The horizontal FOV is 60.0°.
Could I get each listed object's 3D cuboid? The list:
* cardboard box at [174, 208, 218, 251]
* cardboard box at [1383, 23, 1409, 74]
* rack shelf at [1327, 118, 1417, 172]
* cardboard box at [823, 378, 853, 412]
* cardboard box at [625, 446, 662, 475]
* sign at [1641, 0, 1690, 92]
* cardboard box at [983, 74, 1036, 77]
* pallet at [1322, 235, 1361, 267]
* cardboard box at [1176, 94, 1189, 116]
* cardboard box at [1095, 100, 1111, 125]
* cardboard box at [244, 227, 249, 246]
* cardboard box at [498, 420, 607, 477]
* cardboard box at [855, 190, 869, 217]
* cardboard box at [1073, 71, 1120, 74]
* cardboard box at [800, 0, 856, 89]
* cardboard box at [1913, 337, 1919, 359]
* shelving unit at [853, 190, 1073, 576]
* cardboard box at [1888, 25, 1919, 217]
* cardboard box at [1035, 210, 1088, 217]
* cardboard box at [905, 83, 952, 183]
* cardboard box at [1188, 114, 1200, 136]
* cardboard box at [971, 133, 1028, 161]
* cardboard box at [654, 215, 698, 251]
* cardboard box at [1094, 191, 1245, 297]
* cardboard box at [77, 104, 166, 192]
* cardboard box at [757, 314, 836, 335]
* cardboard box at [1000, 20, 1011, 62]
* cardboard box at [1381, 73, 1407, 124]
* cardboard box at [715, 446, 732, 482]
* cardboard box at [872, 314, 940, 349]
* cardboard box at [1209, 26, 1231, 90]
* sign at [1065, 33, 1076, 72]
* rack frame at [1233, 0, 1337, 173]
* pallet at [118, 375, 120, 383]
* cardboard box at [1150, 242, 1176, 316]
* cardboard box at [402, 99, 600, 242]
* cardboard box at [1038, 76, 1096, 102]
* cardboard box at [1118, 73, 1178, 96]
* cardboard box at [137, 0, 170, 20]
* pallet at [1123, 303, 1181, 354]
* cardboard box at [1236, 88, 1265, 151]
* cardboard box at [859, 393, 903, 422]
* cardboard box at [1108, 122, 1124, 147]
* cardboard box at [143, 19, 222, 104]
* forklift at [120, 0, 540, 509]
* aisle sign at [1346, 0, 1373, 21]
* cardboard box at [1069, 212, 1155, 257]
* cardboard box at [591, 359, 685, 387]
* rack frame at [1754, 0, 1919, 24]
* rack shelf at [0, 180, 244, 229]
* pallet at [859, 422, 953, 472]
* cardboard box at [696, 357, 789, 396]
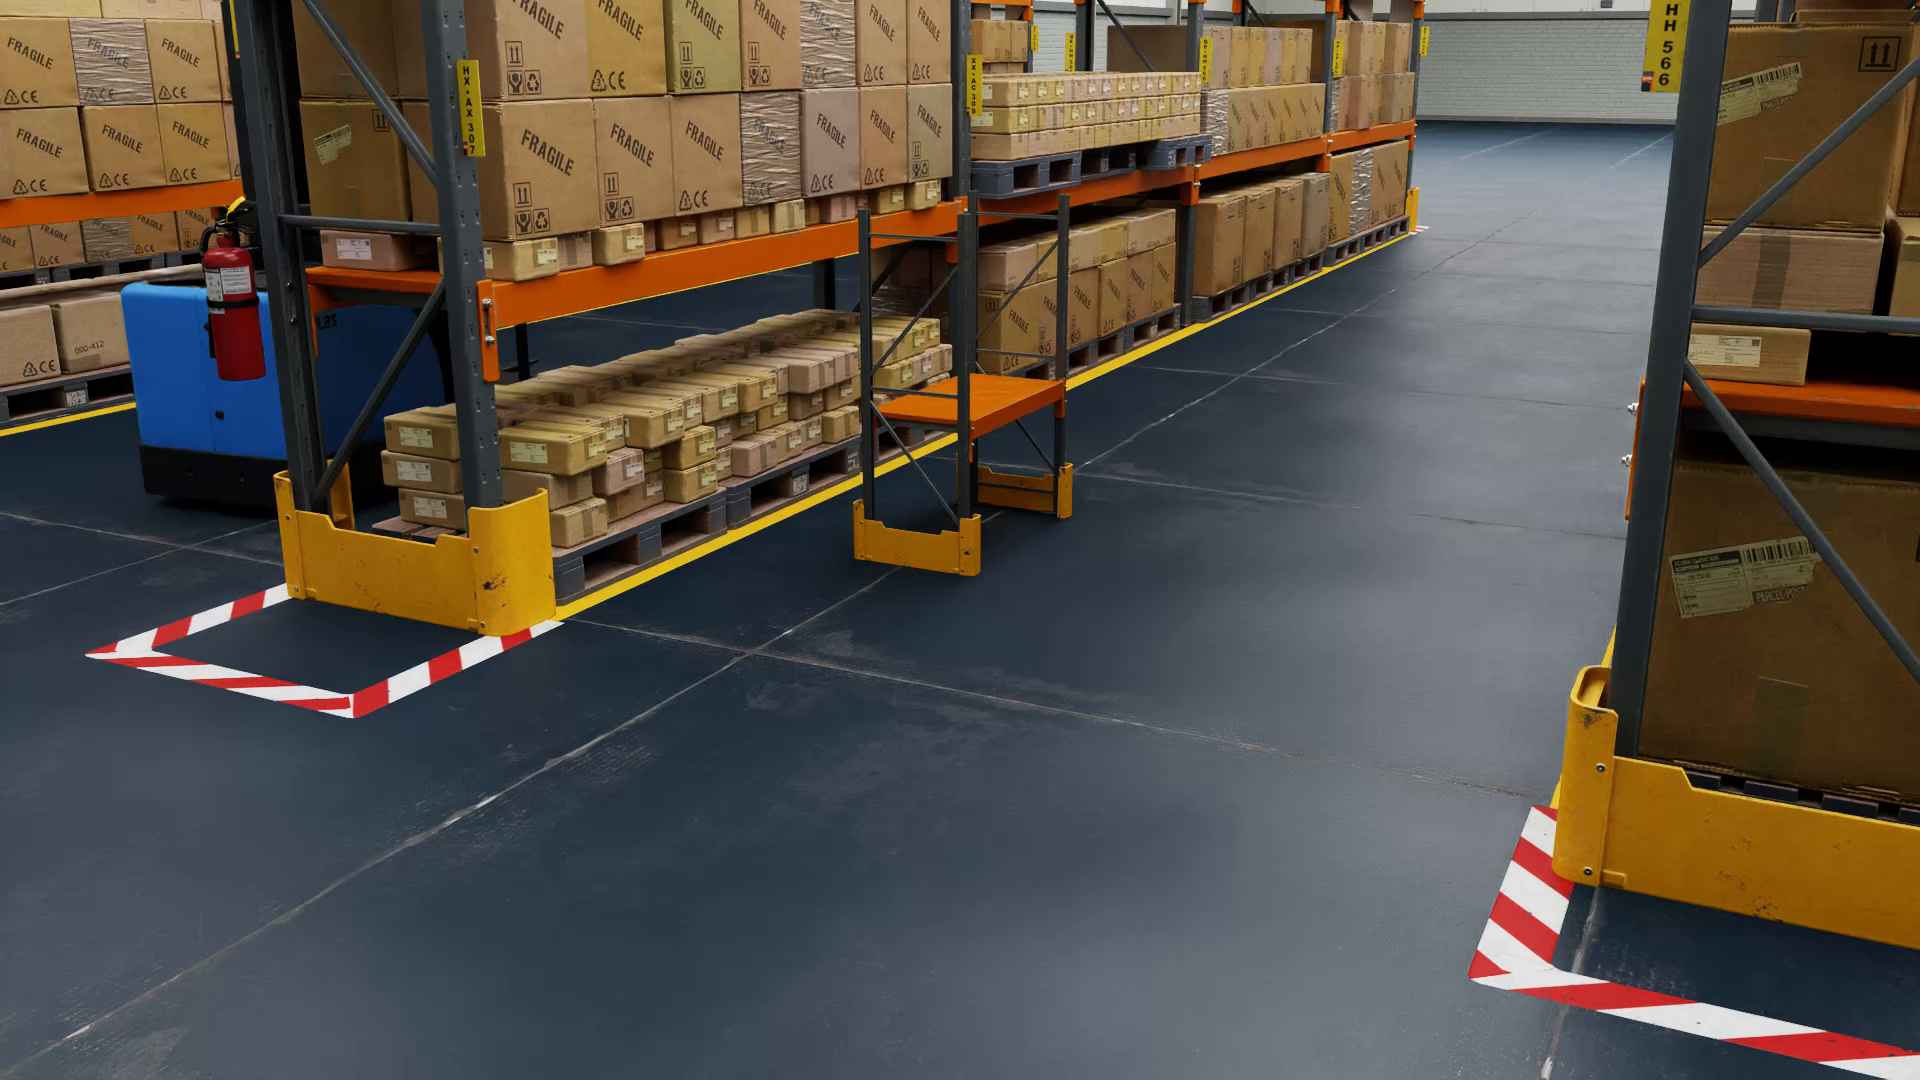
[{"bbox_3d":[-7.770,-3.178,16.607,0.500,0.500,0.500,8,18,25],"label":"cardboard box"},{"bbox_3d":[4.586,-5.587,18.907,0.875,0.550,0.550,8,18,25],"label":"cardboard box"},{"bbox_3d":[4.056,-4.385,18.282,1.077,0.370,4.000,8,18,25],"label":"rack shelf"},{"bbox_3d":[-0.778,-0.779,8.626,0.380,0.149,0.250,9,19,27],"label":"cardboard box"},{"bbox_3d":[-1.533,-0.378,7.275,0.380,0.149,0.250,8,18,26],"label":"cardboard box"},{"bbox_3d":[1.713,-1.248,4.008,0.100,0.325,0.005,8,18,25],"label":"sign"},{"bbox_3d":[0.295,-3.076,11.272,0.380,0.149,0.250,8,18,25],"label":"cardboard box"},{"bbox_3d":[3.572,-3.067,17.480,1.003,0.211,1.213,8,18,25],"label":"pallet"},{"bbox_3d":[1.444,-3.173,12.119,0.380,0.149,0.250,9,19,27],"label":"cardboard box"},{"bbox_3d":[0.757,-2.782,10.805,0.380,0.149,0.250,8,18,24],"label":"cardboard box"},{"bbox_3d":[-4.680,-2.137,12.446,0.875,0.875,0.875,9,19,27],"label":"cardboard box"},{"bbox_3d":[-1.661,-0.374,6.738,0.380,0.149,0.250,7,18,23],"label":"cardboard box"},{"bbox_3d":[-0.697,-1.762,8.631,0.380,0.149,0.250,8,18,24],"label":"cardboard box"},{"bbox_3d":[0.994,-3.473,12.608,0.380,0.149,0.250,8,18,25],"label":"cardboard box"},{"bbox_3d":[-0.848,-2.437,8.007,0.500,0.500,0.500,9,19,27],"label":"cardboard box"},{"bbox_3d":[2.874,-0.565,4.601,0.380,0.149,0.250,8,18,24],"label":"cardboard box"},{"bbox_3d":[0.034,-0.738,7.376,0.587,1.500,1.083,8,18,25],"label":"shelving unit"},{"bbox_3d":[2.872,-1.152,4.559,0.500,0.500,0.500,8,18,24],"label":"cardboard box"},{"bbox_3d":[0.624,-2.290,12.301,0.500,0.250,0.500,8,18,25],"label":"cardboard box"},{"bbox_3d":[-0.375,-2.214,9.011,0.500,0.500,0.500,8,18,25],"label":"cardboard box"},{"bbox_3d":[1.566,-3.098,12.390,0.380,0.149,0.250,8,19,26],"label":"cardboard box"},{"bbox_3d":[0.175,-2.305,9.720,0.380,0.149,0.250,7,18,23],"label":"cardboard box"},{"bbox_3d":[-1.380,-1.365,7.293,0.380,0.149,0.250,8,18,25],"label":"cardboard box"},{"bbox_3d":[1.728,-2.468,13.778,1.050,0.750,0.750,8,18,25],"label":"cardboard box"},{"bbox_3d":[-5.301,-2.422,10.235,0.500,0.500,0.500,8,18,25],"label":"cardboard box"},{"bbox_3d":[-0.927,-1.178,9.447,0.380,0.149,0.250,9,19,28],"label":"cardboard box"},{"bbox_3d":[0.211,-6.227,20.767,0.700,0.500,0.500,8,18,26],"label":"cardboard box"},{"bbox_3d":[4.599,-5.068,19.055,0.875,0.550,0.550,8,18,25],"label":"cardboard box"},{"bbox_3d":[-1.289,-0.360,7.739,0.380,0.149,0.250,8,18,26],"label":"cardboard box"},{"bbox_3d":[-0.338,-1.178,9.448,0.380,0.149,0.250,9,19,27],"label":"cardboard box"},{"bbox_3d":[1.810,-3.970,13.692,0.700,0.500,0.500,8,18,25],"label":"cardboard box"},{"bbox_3d":[0.877,-3.826,13.104,0.100,0.325,0.005,8,18,25],"label":"sign"},{"bbox_3d":[3.163,-4.220,16.464,1.000,3.000,0.127,8,18,25],"label":"rack frame"},{"bbox_3d":[-5.295,-1.266,11.416,1.003,0.211,1.213,8,18,25],"label":"pallet"},{"bbox_3d":[1.315,-2.003,12.654,0.500,0.500,0.500,8,18,25],"label":"cardboard box"},{"bbox_3d":[-1.752,-1.433,6.383,0.500,0.500,0.500,9,19,28],"label":"cardboard box"},{"bbox_3d":[0.639,-2.855,10.529,0.380,0.149,0.250,8,18,25],"label":"cardboard box"},{"bbox_3d":[1.335,-3.254,11.869,0.380,0.149,0.250,9,19,27],"label":"cardboard box"},{"bbox_3d":[-5.171,-3.323,10.374,0.380,0.149,0.250,8,18,25],"label":"cardboard box"},{"bbox_3d":[1.025,-1.666,12.761,1.003,0.211,1.213,8,18,25],"label":"pallet"},{"bbox_3d":[2.268,-3.587,14.159,0.500,0.500,0.500,8,18,25],"label":"cardboard box"},{"bbox_3d":[-0.534,-0.743,9.026,0.380,0.149,0.250,7,18,24],"label":"cardboard box"},{"bbox_3d":[0.870,-2.702,11.057,0.380,0.149,0.250,7,18,23],"label":"cardboard box"},{"bbox_3d":[-5.083,-3.030,10.526,0.500,0.500,0.500,8,18,25],"label":"cardboard box"},{"bbox_3d":[-2.966,-1.917,8.832,1.130,2.935,3.031,6,18,20],"label":"forklift"},{"bbox_3d":[4.713,-6.541,19.714,0.394,0.787,0.004,8,18,25],"label":"aisle sign"},{"bbox_3d":[1.088,-2.226,12.087,0.500,0.250,0.500,8,18,26],"label":"cardboard box"},{"bbox_3d":[-1.564,-0.776,8.092,0.380,0.149,0.250,7,18,24],"label":"cardboard box"},{"bbox_3d":[3.980,-1.526,7.392,1.000,3.000,0.127,8,18,25],"label":"rack frame"},{"bbox_3d":[-5.779,-1.932,10.024,1.077,0.370,4.000,8,18,25],"label":"rack shelf"},{"bbox_3d":[-0.680,-0.670,9.409,1.003,0.211,1.213,8,18,25],"label":"pallet"},{"bbox_3d":[-1.064,-0.787,8.132,0.380,0.149,0.250,8,18,26],"label":"cardboard box"}]
